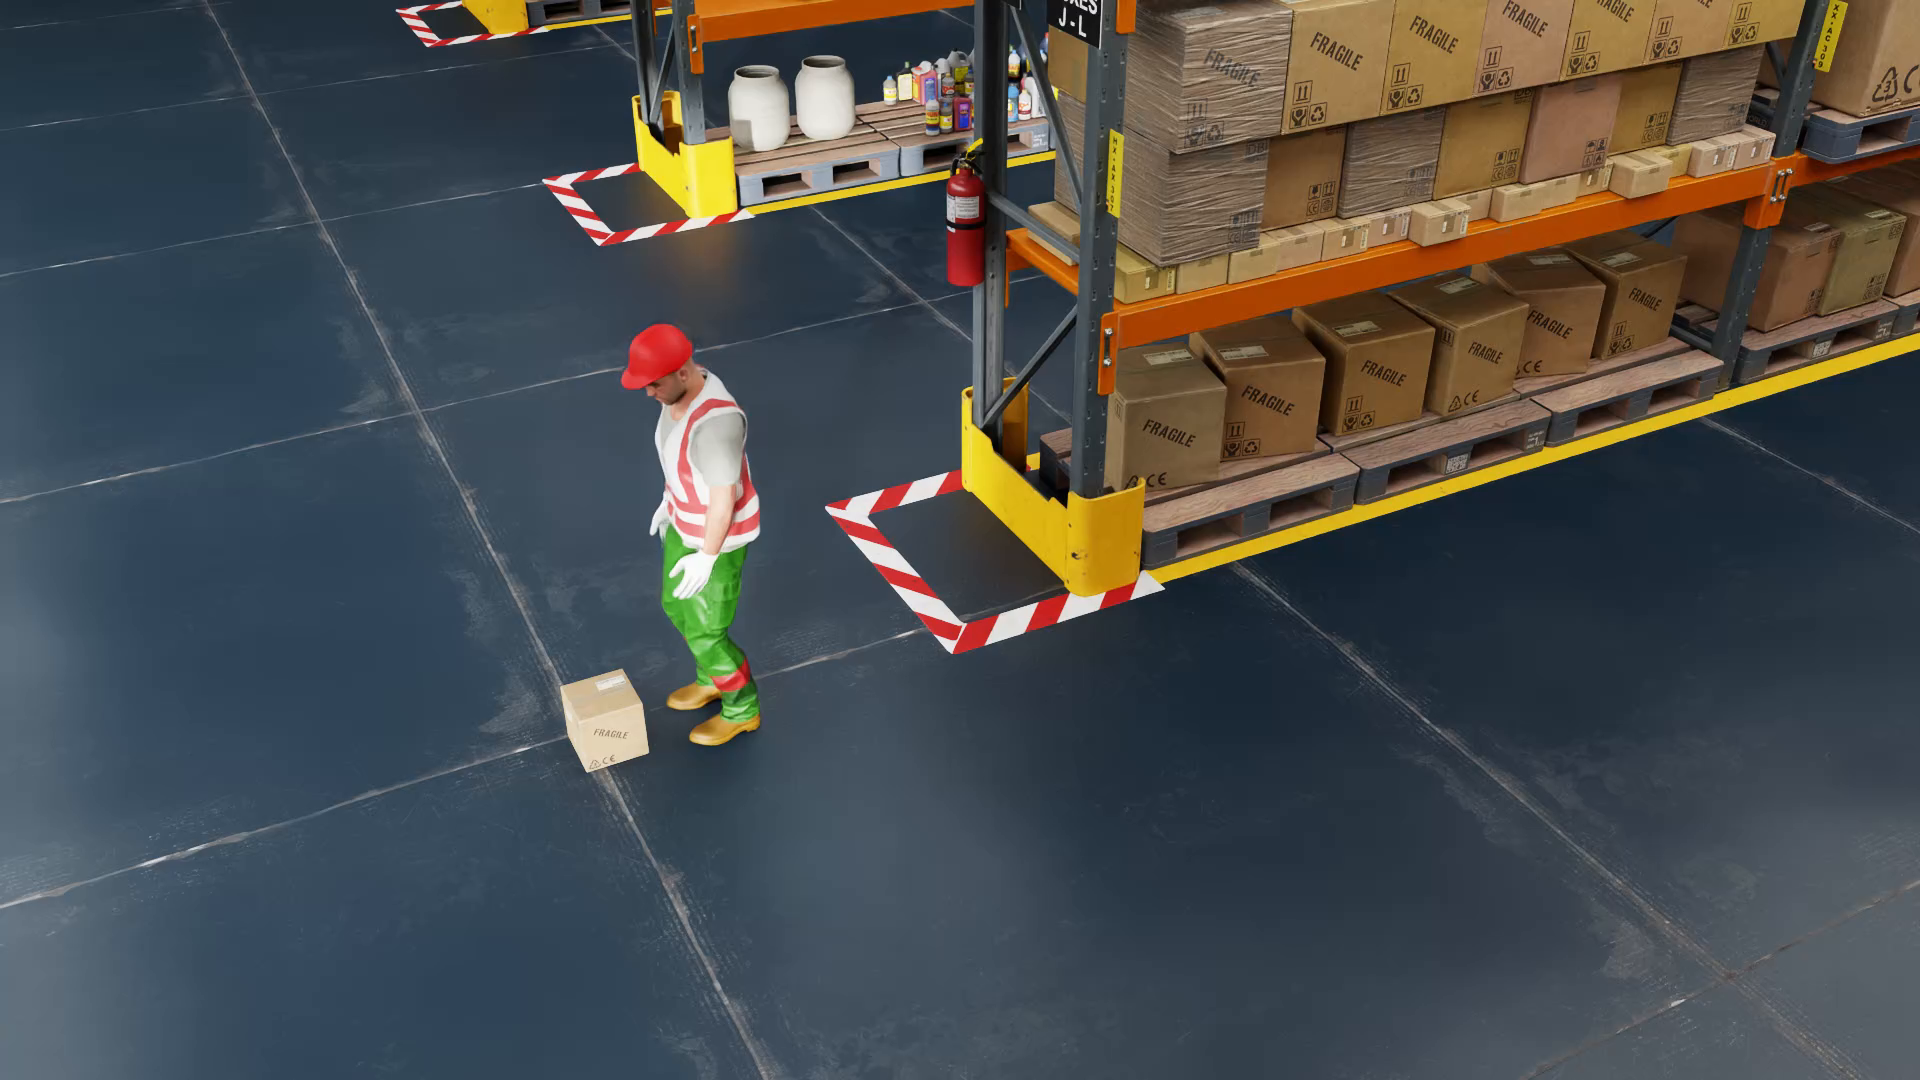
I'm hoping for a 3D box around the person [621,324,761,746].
[{"bbox_3d":[-0.969,-0.016,6.186,0.443,1.745,0.541,-15,36,-22],"label":"person"}]
